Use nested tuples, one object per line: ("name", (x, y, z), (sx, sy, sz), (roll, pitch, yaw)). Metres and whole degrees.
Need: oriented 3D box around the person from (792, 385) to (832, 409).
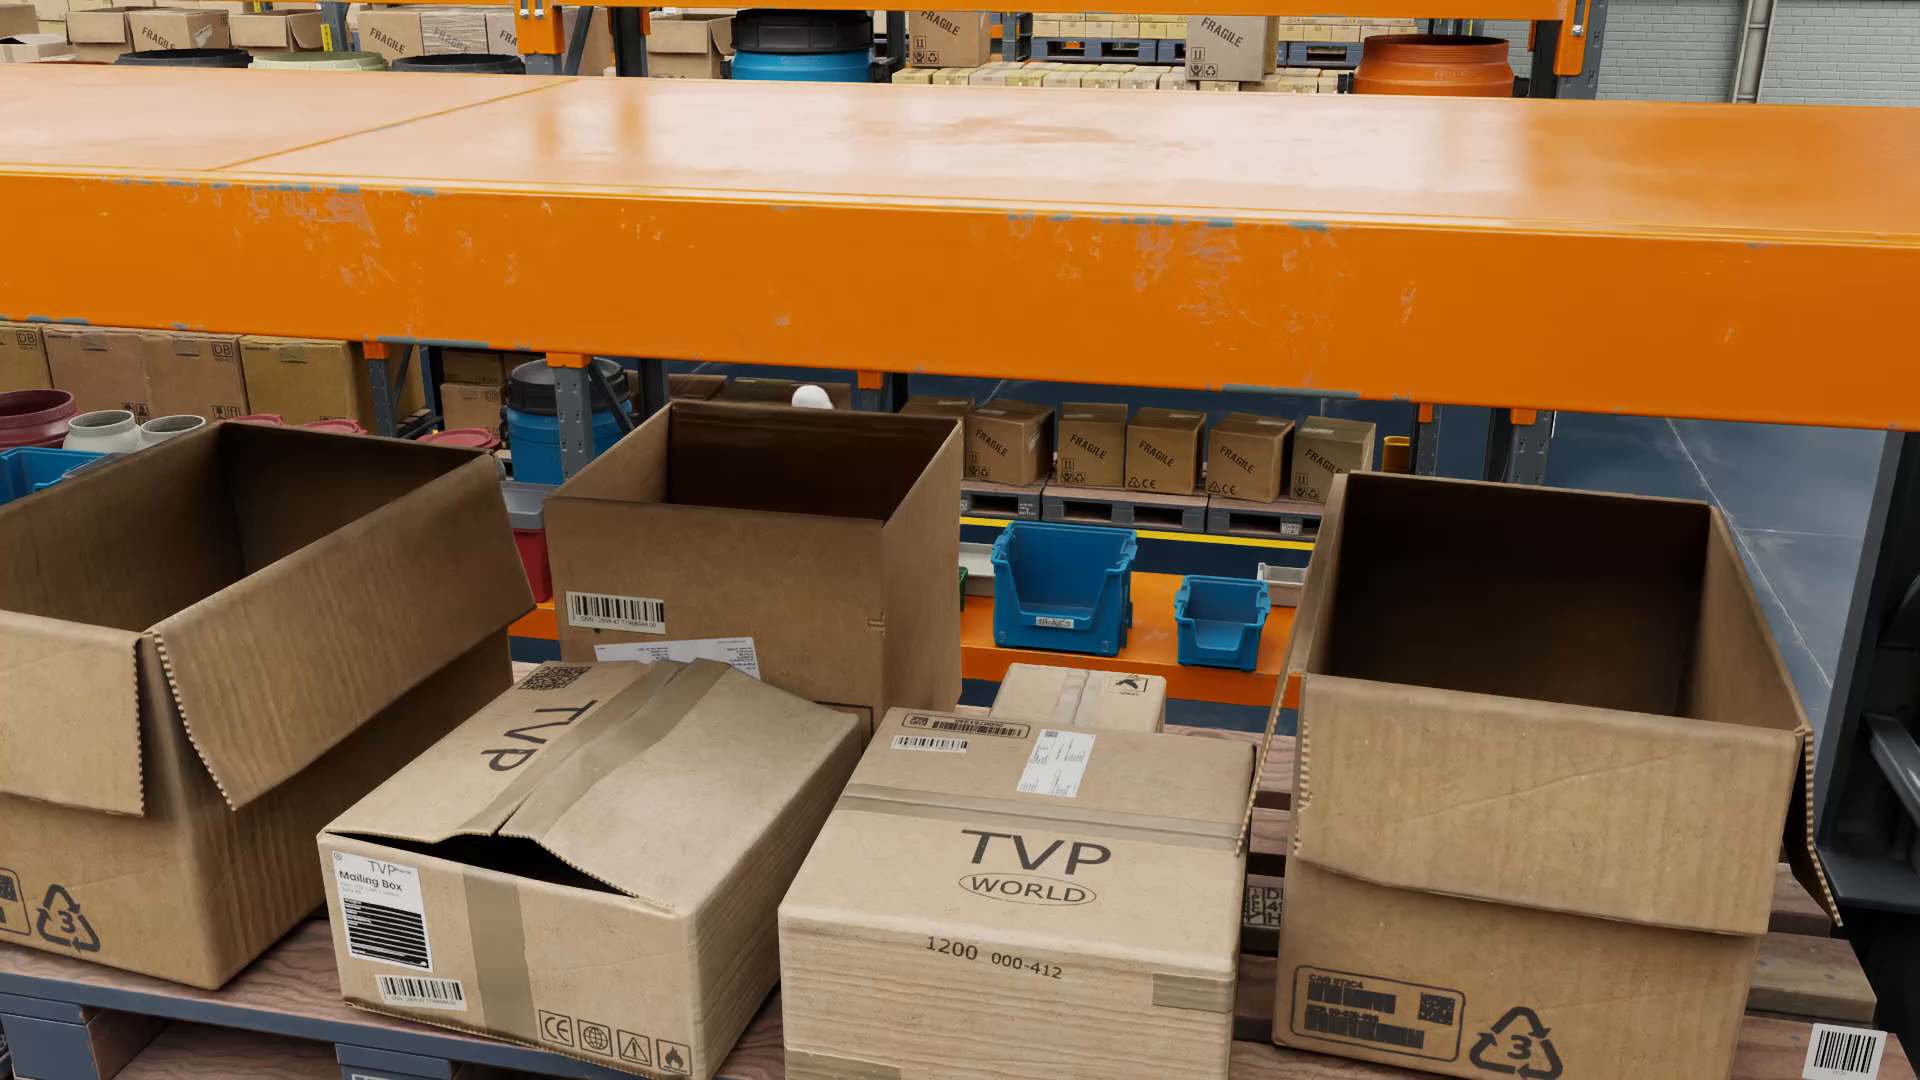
("person", (-0.856, -0.013, 9.537), (0.583, 1.781, 0.595), (1, 21, 2))
